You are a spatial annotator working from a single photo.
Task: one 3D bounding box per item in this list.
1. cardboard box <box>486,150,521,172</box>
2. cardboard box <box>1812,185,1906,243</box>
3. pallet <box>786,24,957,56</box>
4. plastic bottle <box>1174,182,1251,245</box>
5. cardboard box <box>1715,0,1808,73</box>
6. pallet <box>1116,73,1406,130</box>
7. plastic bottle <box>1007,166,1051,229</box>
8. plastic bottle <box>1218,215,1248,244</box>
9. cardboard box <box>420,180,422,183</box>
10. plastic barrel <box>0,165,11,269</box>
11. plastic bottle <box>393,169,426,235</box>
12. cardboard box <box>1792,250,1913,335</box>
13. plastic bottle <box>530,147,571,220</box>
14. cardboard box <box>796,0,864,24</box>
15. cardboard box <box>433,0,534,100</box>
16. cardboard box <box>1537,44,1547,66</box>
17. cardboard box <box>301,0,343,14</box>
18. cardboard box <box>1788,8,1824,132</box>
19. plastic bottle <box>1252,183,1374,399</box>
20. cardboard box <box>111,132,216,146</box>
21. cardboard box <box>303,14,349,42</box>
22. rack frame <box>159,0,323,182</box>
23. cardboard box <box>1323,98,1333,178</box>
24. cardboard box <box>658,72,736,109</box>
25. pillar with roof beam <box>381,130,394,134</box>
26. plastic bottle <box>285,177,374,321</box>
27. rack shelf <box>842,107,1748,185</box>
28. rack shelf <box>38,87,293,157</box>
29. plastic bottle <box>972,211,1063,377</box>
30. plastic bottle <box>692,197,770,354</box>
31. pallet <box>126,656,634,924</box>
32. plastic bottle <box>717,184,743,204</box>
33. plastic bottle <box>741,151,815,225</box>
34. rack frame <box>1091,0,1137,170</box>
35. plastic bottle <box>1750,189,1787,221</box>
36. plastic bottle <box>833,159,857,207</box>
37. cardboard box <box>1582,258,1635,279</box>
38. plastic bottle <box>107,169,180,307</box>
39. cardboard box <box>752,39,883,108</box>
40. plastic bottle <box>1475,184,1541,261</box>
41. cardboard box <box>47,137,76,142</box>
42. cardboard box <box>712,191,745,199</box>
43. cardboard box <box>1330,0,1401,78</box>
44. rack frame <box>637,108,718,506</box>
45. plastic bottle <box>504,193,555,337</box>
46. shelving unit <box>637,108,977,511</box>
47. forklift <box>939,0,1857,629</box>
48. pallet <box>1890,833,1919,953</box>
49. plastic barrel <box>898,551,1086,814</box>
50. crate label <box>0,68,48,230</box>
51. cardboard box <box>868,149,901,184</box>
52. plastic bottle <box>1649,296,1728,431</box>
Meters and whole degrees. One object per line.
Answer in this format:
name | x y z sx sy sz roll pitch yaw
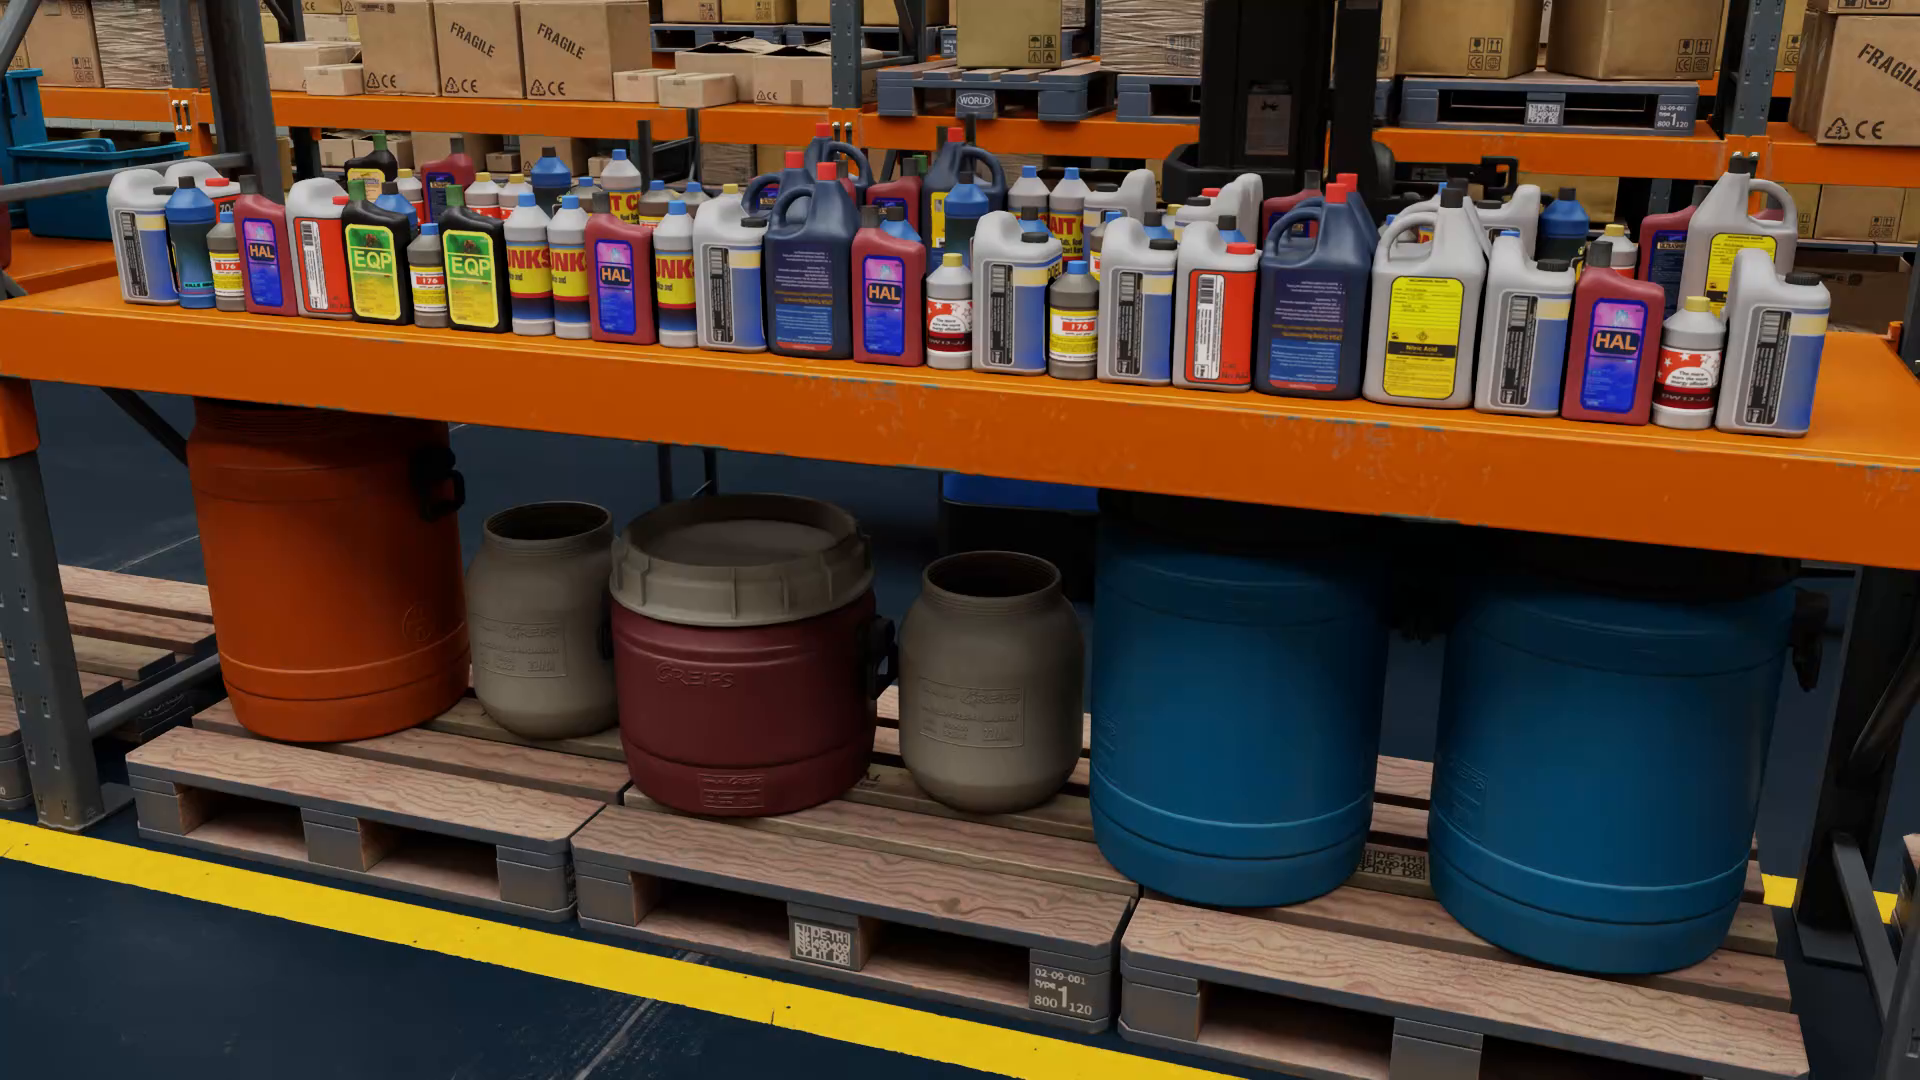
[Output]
cardboard box | -4.059 -3.416 14.981 0.250 0.149 0.380 5 20 14
cardboard box | 6.149 -2.361 11.452 0.500 0.500 0.700 6 20 18
pallet | -0.659 -4.054 13.439 1.213 0.211 1.003 7 20 18
plastic bottle | 0.514 -0.593 3.409 0.135 0.276 0.152 7 20 18
cardboard box | 5.509 -3.589 11.359 0.700 0.700 0.980 7 20 19
pallet | 1.440 -2.103 7.844 1.213 0.211 1.003 7 20 18
plastic bottle | 0.153 -0.695 3.708 0.097 0.271 0.097 0 19 0
plastic bottle | 0.475 -0.447 2.996 0.097 0.271 0.097 0 19 0
cardboard box | -3.206 -1.990 9.916 0.500 0.311 0.500 7 20 20
plastic barrel | -2.565 -0.883 3.845 0.708 0.536 0.600 7 20 18
plastic bottle | -1.402 -0.840 4.230 0.097 0.201 0.097 0 19 0
cardboard box | 4.012 -1.024 7.587 0.500 0.500 0.500 7 20 18
plastic bottle | -1.000 -0.827 4.087 0.097 0.271 0.097 0 19 0
cardboard box | -0.927 -4.441 13.438 0.500 0.500 0.700 10 21 26
cardboard box | -2.486 -2.683 9.063 0.500 0.500 0.500 7 20 18
cardboard box | 4.114 -3.412 11.659 0.250 0.149 0.380 7 20 20
cardboard box | -5.517 -4.898 14.630 0.500 0.500 0.500 7 20 18
cardboard box | 3.937 -2.043 7.229 0.500 0.500 0.500 7 20 19
plastic bottle | 0.601 -0.425 2.813 0.185 0.351 0.144 7 20 18
cardboard box | -4.987 -2.288 10.482 0.500 0.500 0.500 7 20 18
cardboard box | -5.481 -4.543 14.749 0.500 0.250 0.500 6 20 16
rack frame | -4.177 -2.835 9.651 0.127 3.000 1.000 7 20 18
cardboard box | 2.701 -2.909 12.494 0.750 0.750 0.750 6 20 18
cardboard box | -1.338 -2.295 8.485 0.250 0.149 0.380 7 20 18
pillar with roof beam | -6.801 -6.495 11.037 0.400 9.000 9.100 7 20 18
plastic bottle | -1.288 -0.607 3.449 0.135 0.276 0.152 7 20 18
rack shelf | 1.491 -1.847 7.910 4.000 0.370 1.077 7 20 18
rack shelf | -6.066 -2.711 10.389 4.000 0.370 1.077 7 20 18
plastic bottle | 0.105 -0.448 2.992 0.135 0.276 0.152 7 20 18
plastic bottle | -0.415 -0.507 3.162 0.135 0.276 0.152 7 20 18
pallet | -1.269 0.526 4.246 1.213 0.211 1.003 7 20 18
plastic bottle | -0.540 -0.741 3.947 0.097 0.201 0.097 0 19 0
plastic bottle | -0.342 -0.586 3.274 0.185 0.351 0.144 7 20 18
rack frame | 1.224 -3.943 12.831 0.127 3.000 1.000 7 20 18
plastic bottle | 1.545 -0.548 3.268 0.133 0.283 0.061 7 20 18
plastic bottle | -0.298 -0.708 3.728 0.133 0.283 0.061 7 20 18
cardboard box | 2.820 -0.962 7.408 0.500 0.500 0.500 6 20 18
plastic bottle | -1.725 -0.657 3.592 0.135 0.276 0.152 7 20 18
cardboard box | -0.727 -2.413 8.578 0.500 0.311 0.500 8 21 21
plastic bottle | 1.093 -0.580 3.372 0.135 0.276 0.152 7 20 18
cardboard box | -5.628 -2.181 10.176 0.500 0.500 0.500 7 20 18
cardboard box | -1.296 -1.769 9.282 0.500 0.311 0.500 6 20 17
cardboard box | 1.691 -2.388 7.579 0.500 0.500 0.700 1 19 4
rack frame | -1.003 -0.760 5.979 0.032 1.500 0.500 4 20 11
plastic bottle | -0.843 -0.544 3.276 0.097 0.271 0.097 0 19 0
shelving unit | -0.506 -0.726 5.880 1.048 1.500 0.538 4 20 11
forklift | 1.501 -1.280 5.296 3.031 2.935 1.130 4 20 11
pallet | 2.459 0.953 3.020 1.213 0.211 1.003 7 20 18
plastic barrel | 0.070 0.316 3.753 0.421 0.512 0.421 0 19 0
crate label | -2.877 -1.071 4.537 0.616 0.435 0.502 7 20 18
cardboard box | -0.400 -3.169 13.739 0.500 0.500 0.700 6 20 18
plastic bottle | 1.154 -0.283 2.633 0.097 0.201 0.097 0 19 0
